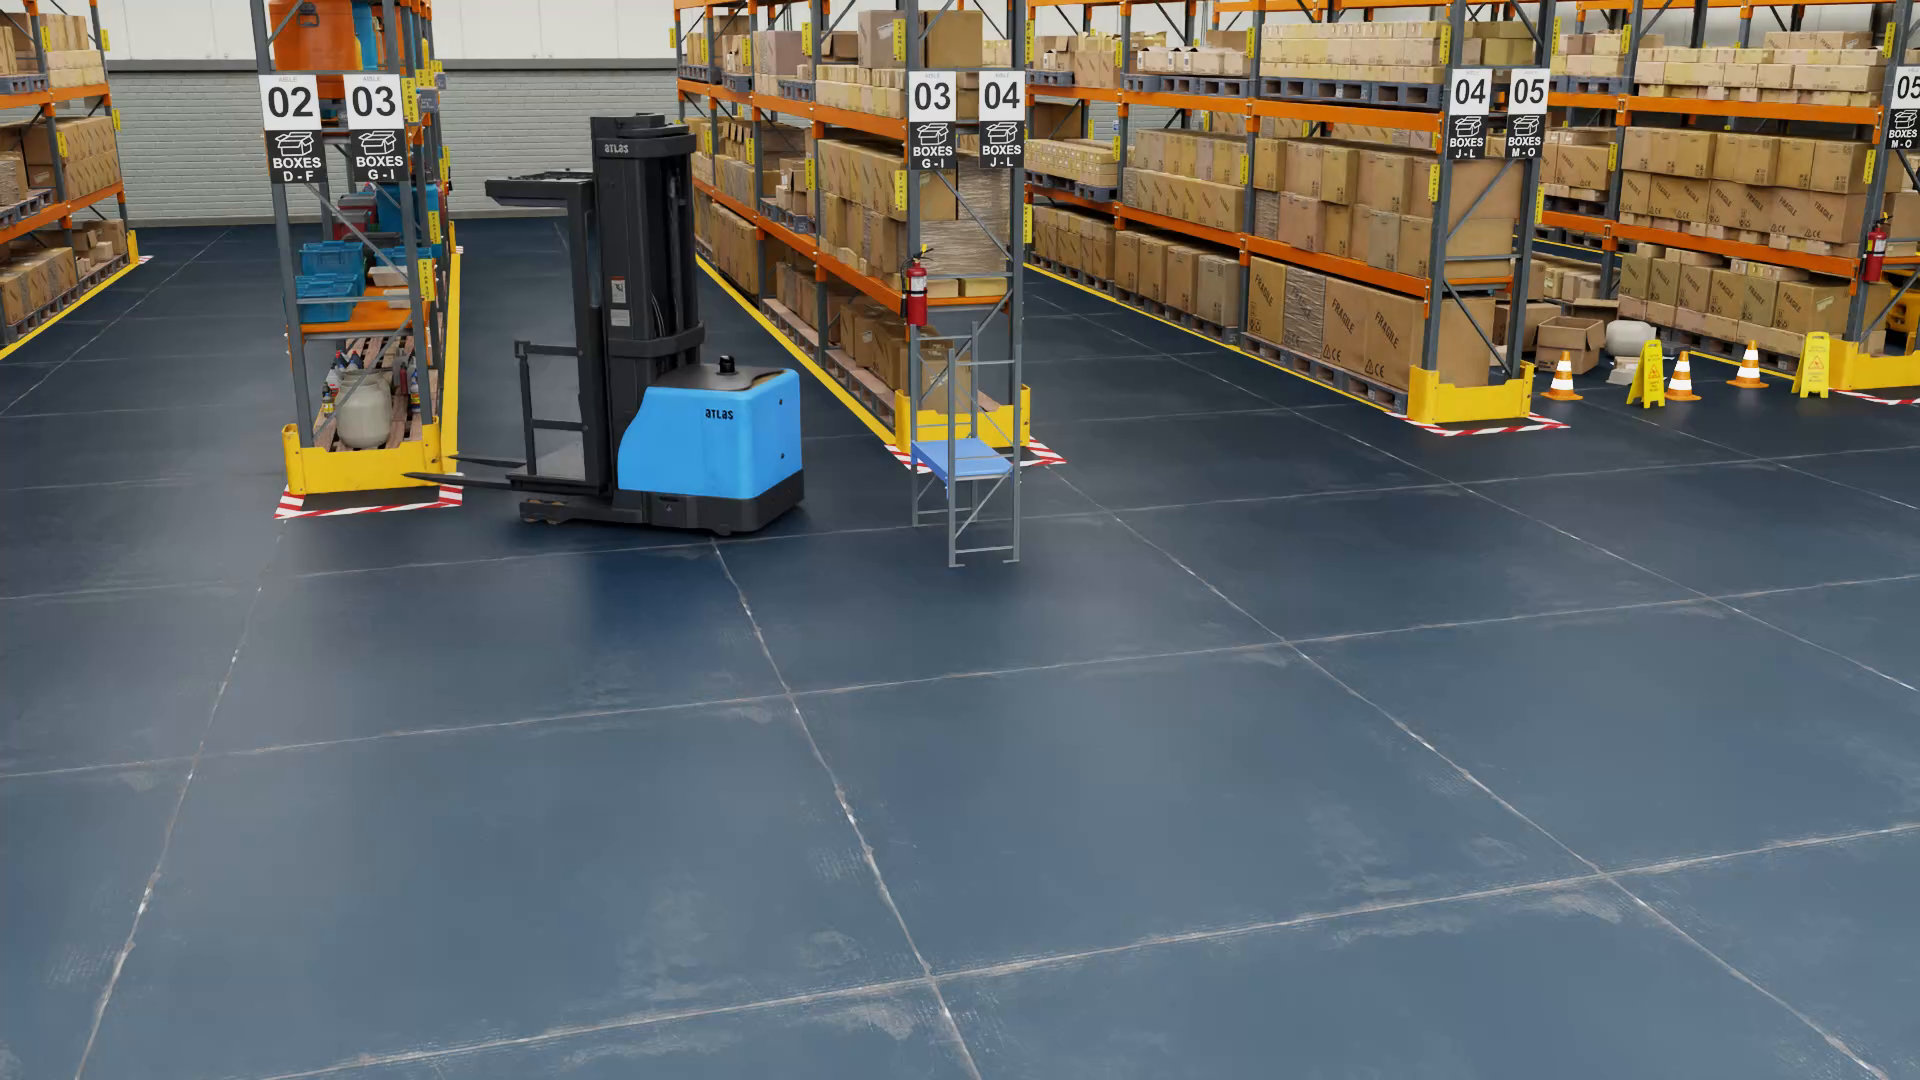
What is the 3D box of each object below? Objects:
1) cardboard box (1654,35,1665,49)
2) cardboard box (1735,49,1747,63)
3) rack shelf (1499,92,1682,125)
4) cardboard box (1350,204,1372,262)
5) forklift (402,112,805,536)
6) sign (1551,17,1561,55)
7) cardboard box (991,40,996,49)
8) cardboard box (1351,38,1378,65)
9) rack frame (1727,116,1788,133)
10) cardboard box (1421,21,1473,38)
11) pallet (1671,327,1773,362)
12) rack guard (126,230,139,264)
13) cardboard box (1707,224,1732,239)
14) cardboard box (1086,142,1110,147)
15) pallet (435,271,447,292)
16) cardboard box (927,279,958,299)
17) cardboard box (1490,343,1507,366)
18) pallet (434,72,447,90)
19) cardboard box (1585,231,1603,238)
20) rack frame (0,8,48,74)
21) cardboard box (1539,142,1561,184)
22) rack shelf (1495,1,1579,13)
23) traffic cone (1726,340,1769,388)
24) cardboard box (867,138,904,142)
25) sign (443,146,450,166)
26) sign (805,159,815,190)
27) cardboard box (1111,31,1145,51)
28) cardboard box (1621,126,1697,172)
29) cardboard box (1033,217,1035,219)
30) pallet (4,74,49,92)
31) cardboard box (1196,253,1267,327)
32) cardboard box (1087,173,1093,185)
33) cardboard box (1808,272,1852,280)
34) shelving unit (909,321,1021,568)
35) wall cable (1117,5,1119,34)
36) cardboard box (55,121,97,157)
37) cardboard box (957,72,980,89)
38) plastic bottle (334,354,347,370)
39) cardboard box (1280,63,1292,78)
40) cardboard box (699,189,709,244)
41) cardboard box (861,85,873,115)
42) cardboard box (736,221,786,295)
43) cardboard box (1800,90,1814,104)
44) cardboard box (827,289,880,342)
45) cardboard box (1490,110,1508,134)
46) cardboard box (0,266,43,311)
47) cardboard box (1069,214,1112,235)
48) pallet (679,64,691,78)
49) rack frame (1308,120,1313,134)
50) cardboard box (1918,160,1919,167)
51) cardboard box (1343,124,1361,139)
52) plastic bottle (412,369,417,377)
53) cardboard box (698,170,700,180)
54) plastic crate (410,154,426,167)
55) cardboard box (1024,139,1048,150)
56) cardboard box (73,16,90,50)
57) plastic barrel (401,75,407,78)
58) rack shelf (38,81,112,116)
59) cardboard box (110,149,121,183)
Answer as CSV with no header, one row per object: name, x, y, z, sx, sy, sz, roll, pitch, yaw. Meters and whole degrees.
cardboard box,8.553,-6.282,21.099,0.500,0.250,0.500,-5,17,-16
cardboard box,8.754,-5.308,18.246,0.380,0.149,0.250,-4,17,-14
rack shelf,7.925,-5.792,22.055,1.077,0.370,4.000,-5,17,-15
cardboard box,4.491,-3.107,16.820,0.875,0.550,0.550,-5,17,-15
forklift,-2.769,-1.657,12.374,3.031,2.935,1.130,5,17,16
sign,5.378,-4.556,15.034,0.100,0.325,0.005,-5,17,-15
cardboard box,0.726,-8.224,27.602,0.380,0.149,0.250,-5,17,-16
cardboard box,4.165,-4.768,16.235,0.500,0.250,0.500,-5,17,-16
rack frame,12.147,-5.646,25.535,1.000,3.000,0.127,-5,17,-15
cardboard box,4.423,-4.634,15.098,0.380,0.149,0.250,-5,17,-15
pallet,9.032,-2.290,19.208,1.003,0.211,1.213,-5,17,-15
rack guard,-13.857,-4.682,26.669,1.175,0.500,0.348,-5,17,-15
cardboard box,8.691,-3.492,18.798,0.380,0.149,0.250,-5,17,-15
cardboard box,2.123,-5.923,25.130,0.380,0.149,0.250,-5,18,-17
pallet,-7.843,-3.632,23.676,1.003,0.211,1.213,-5,17,-15
cardboard box,-0.231,-2.199,14.494,0.380,0.149,0.250,-5,17,-15
cardboard box,5.986,-2.088,18.441,0.396,0.266,0.258,-2,17,-6
pallet,-7.705,-6.321,22.896,1.213,0.211,1.003,-5,17,-15
cardboard box,11.120,-5.459,28.525,0.500,0.500,0.500,-5,17,-16
rack frame,-12.778,-7.667,21.833,1.000,3.000,0.127,-5,17,-15
cardboard box,7.853,-4.928,21.722,0.500,0.500,0.500,-4,17,-13
rack shelf,10.498,-9.833,30.301,1.077,0.370,4.000,-5,17,-15
traffic cone,8.215,-1.842,17.280,0.336,0.463,0.334,-5,17,-15
cardboard box,-0.666,-3.929,17.391,0.500,0.500,0.500,-5,17,-15
sign,-8.589,-6.417,27.816,0.100,0.325,0.005,-5,17,-15
sign,-1.586,-3.873,17.618,0.100,0.325,0.005,-5,17,-15
cardboard box,2.283,-6.776,22.577,0.396,0.266,0.258,-5,17,-15
cardboard box,8.387,-4.677,19.879,0.700,0.500,0.500,-5,17,-16
cardboard box,1.088,-5.206,27.261,0.380,0.149,0.250,-4,17,-15
pallet,-12.667,-5.954,21.673,1.213,0.211,1.003,-5,17,-15
cardboard box,3.486,-3.015,19.957,1.050,0.750,0.750,-5,17,-16
cardboard box,2.000,-5.083,23.367,0.380,0.149,0.250,-5,17,-15
cardboard box,9.463,-2.679,18.403,0.500,0.500,0.500,-5,18,-17
shelving unit,0.023,-0.695,11.658,0.538,1.500,1.048,-5,17,-15
wall cable,3.343,-11.890,35.893,0.463,3.000,0.029,-5,17,-15
cardboard box,-13.063,-5.901,24.470,0.500,0.500,0.500,-4,17,-14
cardboard box,0.192,-3.907,14.097,0.380,0.149,0.250,-5,17,-16
plastic bottle,-5.941,-1.605,15.921,0.144,0.351,0.185,-5,18,-18
cardboard box,3.656,-5.024,17.783,0.380,0.149,0.250,-5,17,-15
cardboard box,-3.849,-5.443,27.823,0.875,0.875,0.875,-5,17,-15
cardboard box,-0.604,-4.015,15.150,0.500,0.250,0.500,-4,17,-14
cardboard box,-2.323,-3.845,22.503,1.225,0.875,0.875,-6,18,-18
cardboard box,9.061,-4.651,17.443,0.380,0.149,0.250,-5,17,-15
cardboard box,-1.202,-2.548,18.801,0.700,0.500,0.500,-6,18,-20
cardboard box,10.227,-7.727,30.903,0.500,0.500,0.500,-4,17,-14
cardboard box,-11.812,-3.133,20.748,0.500,0.500,0.500,-5,17,-16
cardboard box,1.930,-4.646,24.516,0.500,0.250,0.500,-4,17,-14
pallet,-4.138,-7.872,27.885,1.003,0.211,1.213,-5,17,-15
rack frame,6.276,-6.359,27.909,1.000,3.000,0.127,-5,17,-15
cardboard box,12.939,-4.975,22.000,0.380,0.149,0.250,-4,17,-13
cardboard box,6.422,-6.464,26.346,0.500,0.500,0.500,-5,17,-17
plastic bottle,-5.093,-1.474,15.622,0.097,0.271,0.097,0,17,0
cardboard box,-4.005,-5.869,26.714,0.380,0.149,0.250,-5,17,-16
plastic crate,-8.019,-5.510,24.867,0.402,0.464,0.583,-5,17,-15
cardboard box,1.210,-6.160,25.919,0.380,0.149,0.250,-4,17,-12
cardboard box,-13.721,-7.723,25.321,0.700,0.500,0.500,-5,17,-15
plastic barrel,-6.341,-5.115,18.792,0.301,0.262,0.301,0,17,0
rack shelf,-13.328,-6.439,24.210,1.077,0.370,4.000,-5,17,-15
cardboard box,-13.493,-5.846,26.025,0.500,0.500,0.500,-4,17,-14
